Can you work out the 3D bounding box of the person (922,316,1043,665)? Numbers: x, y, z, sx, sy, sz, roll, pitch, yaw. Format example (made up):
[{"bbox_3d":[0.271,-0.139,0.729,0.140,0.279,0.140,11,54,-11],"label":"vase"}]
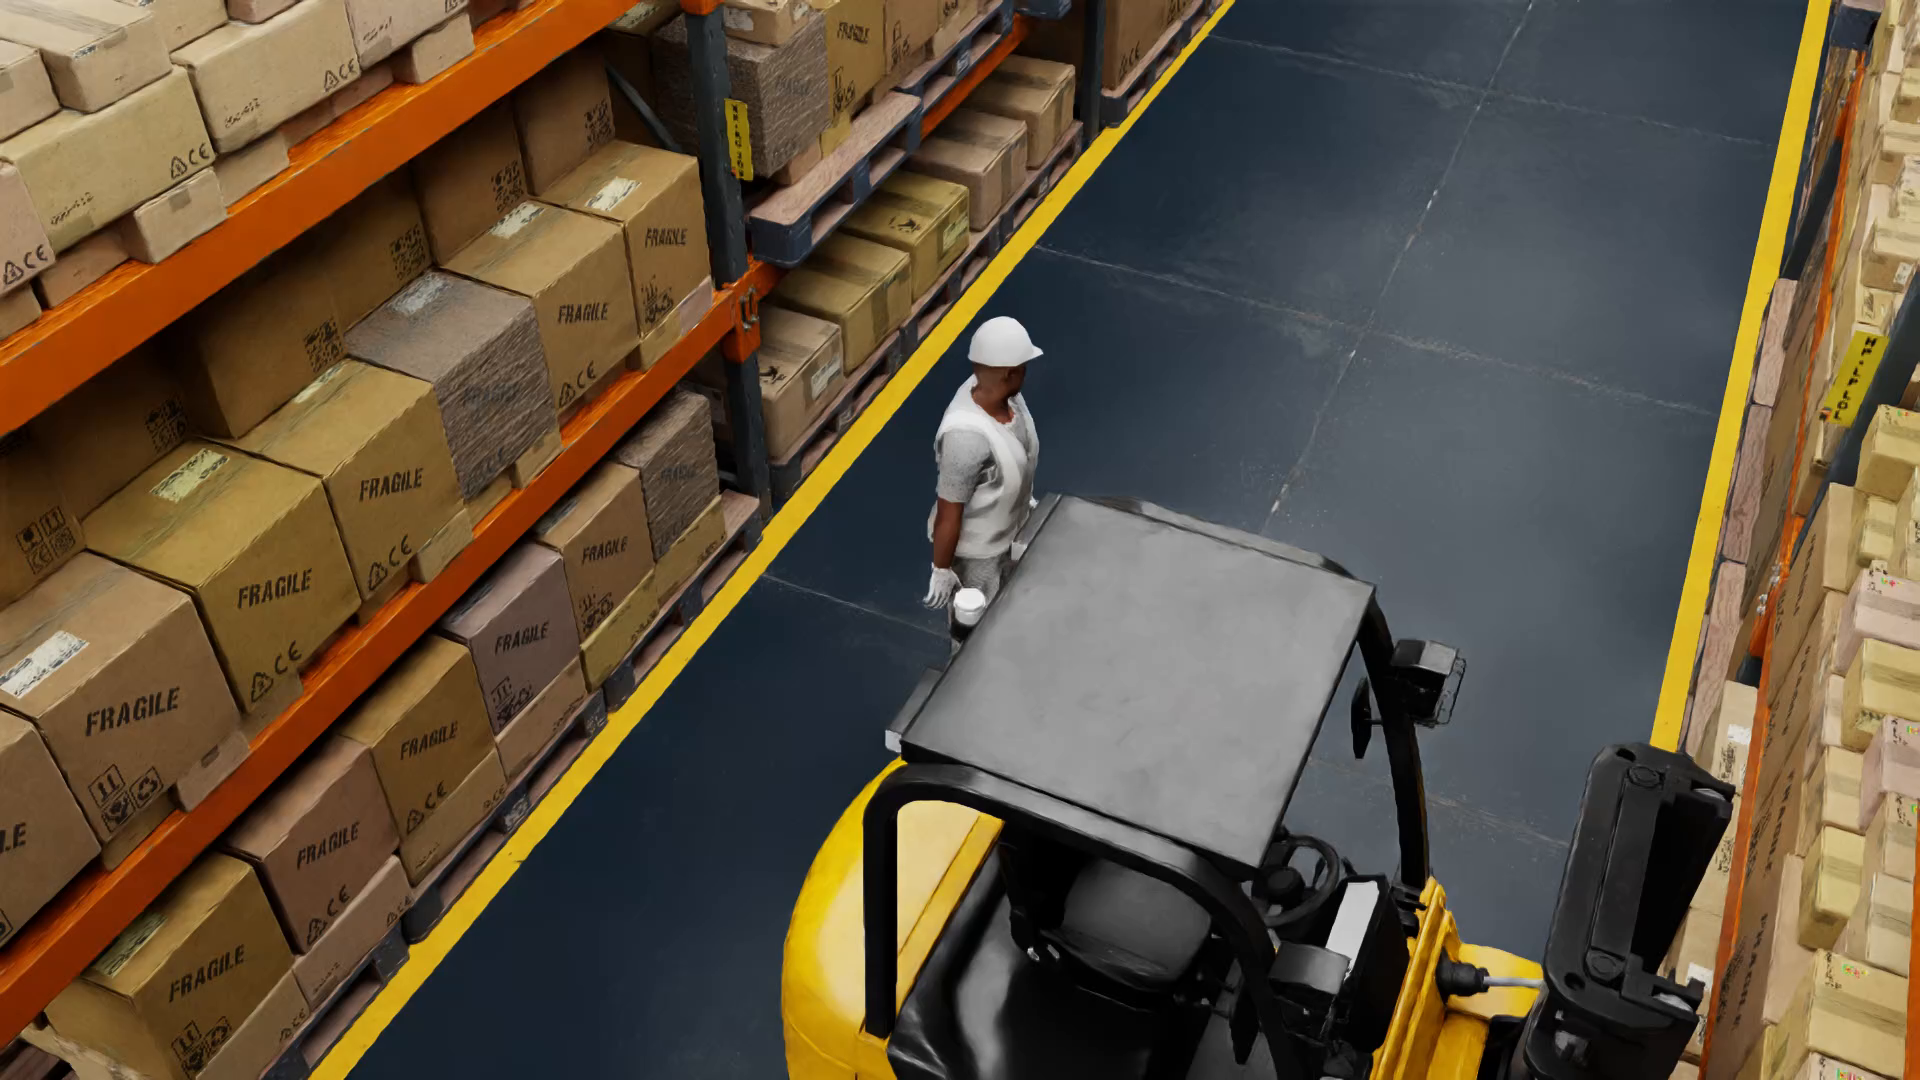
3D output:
[{"bbox_3d":[0.143,0.031,6.139,0.576,1.763,0.690,19,45,20],"label":"person"}]
